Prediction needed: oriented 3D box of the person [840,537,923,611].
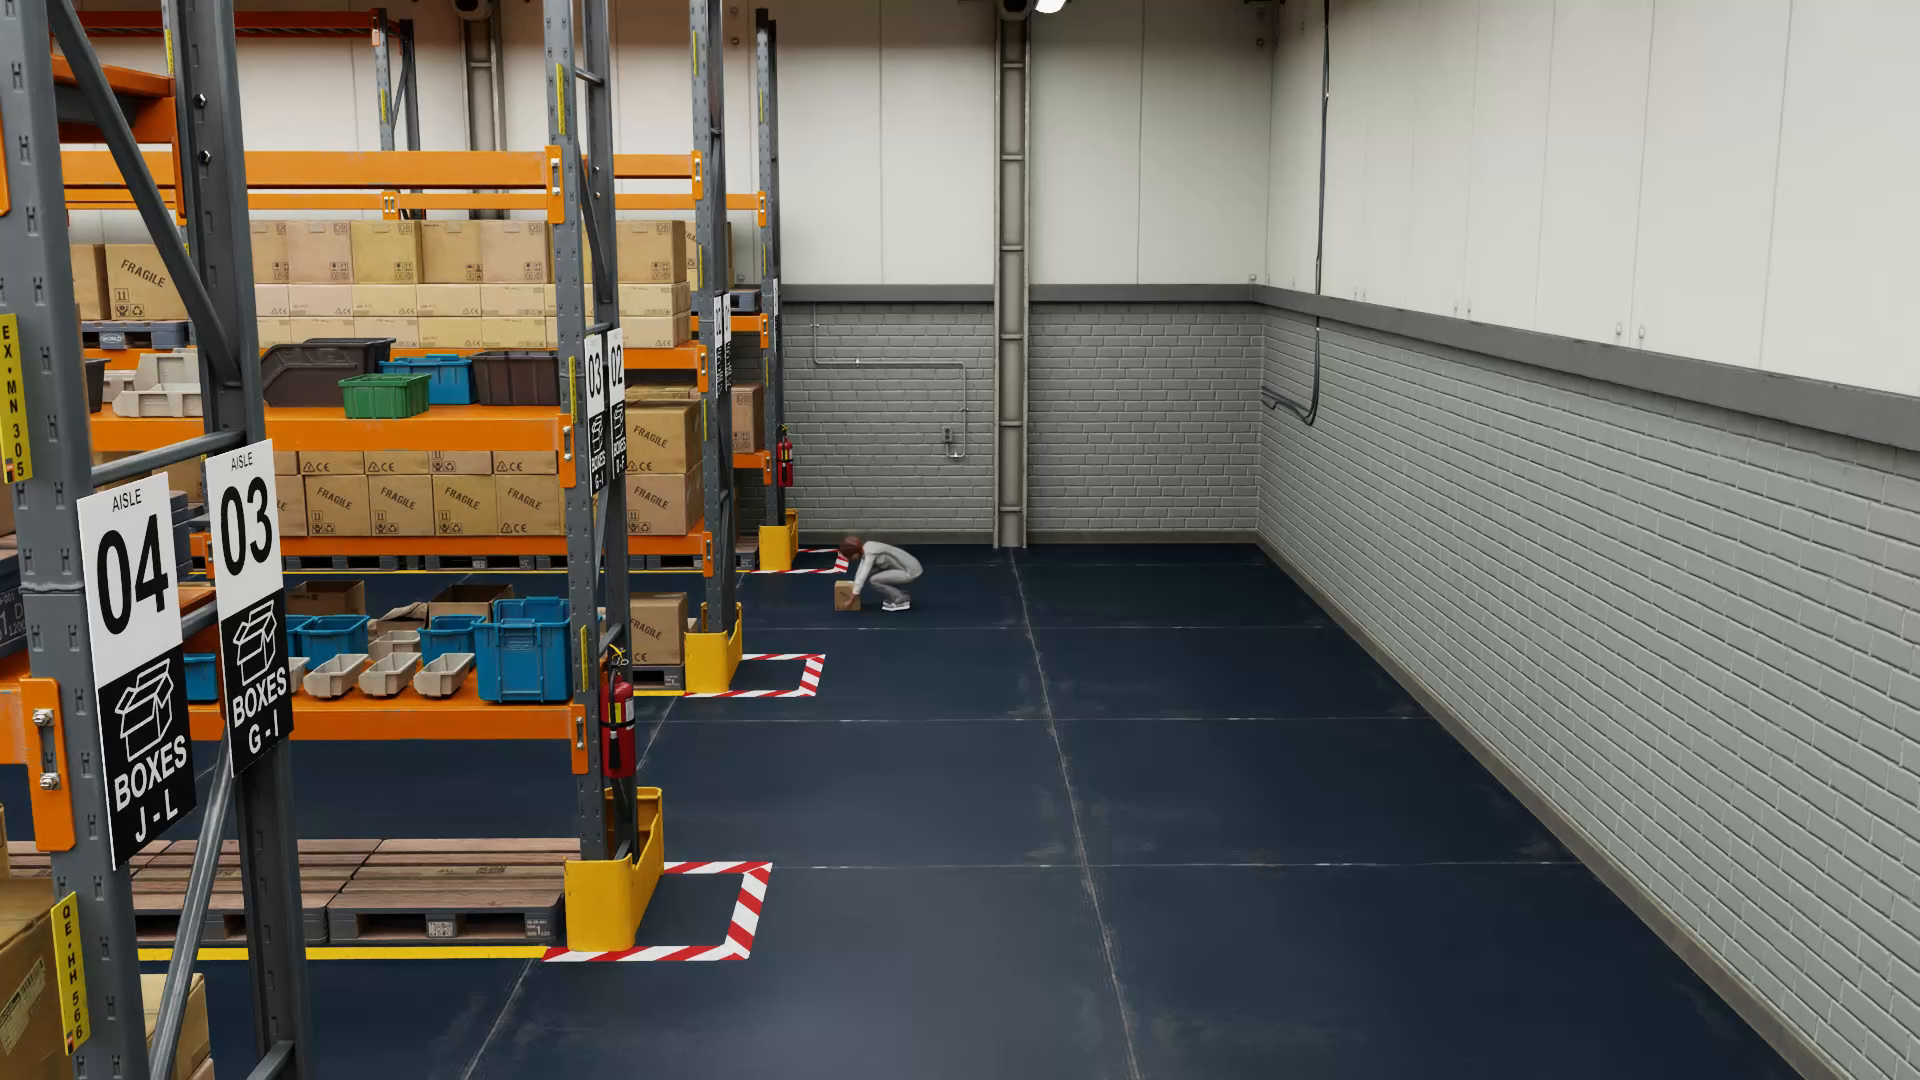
[{"bbox_3d":[-0.778,0.336,16.584,0.816,0.764,0.435,0,11,-1],"label":"person"}]
